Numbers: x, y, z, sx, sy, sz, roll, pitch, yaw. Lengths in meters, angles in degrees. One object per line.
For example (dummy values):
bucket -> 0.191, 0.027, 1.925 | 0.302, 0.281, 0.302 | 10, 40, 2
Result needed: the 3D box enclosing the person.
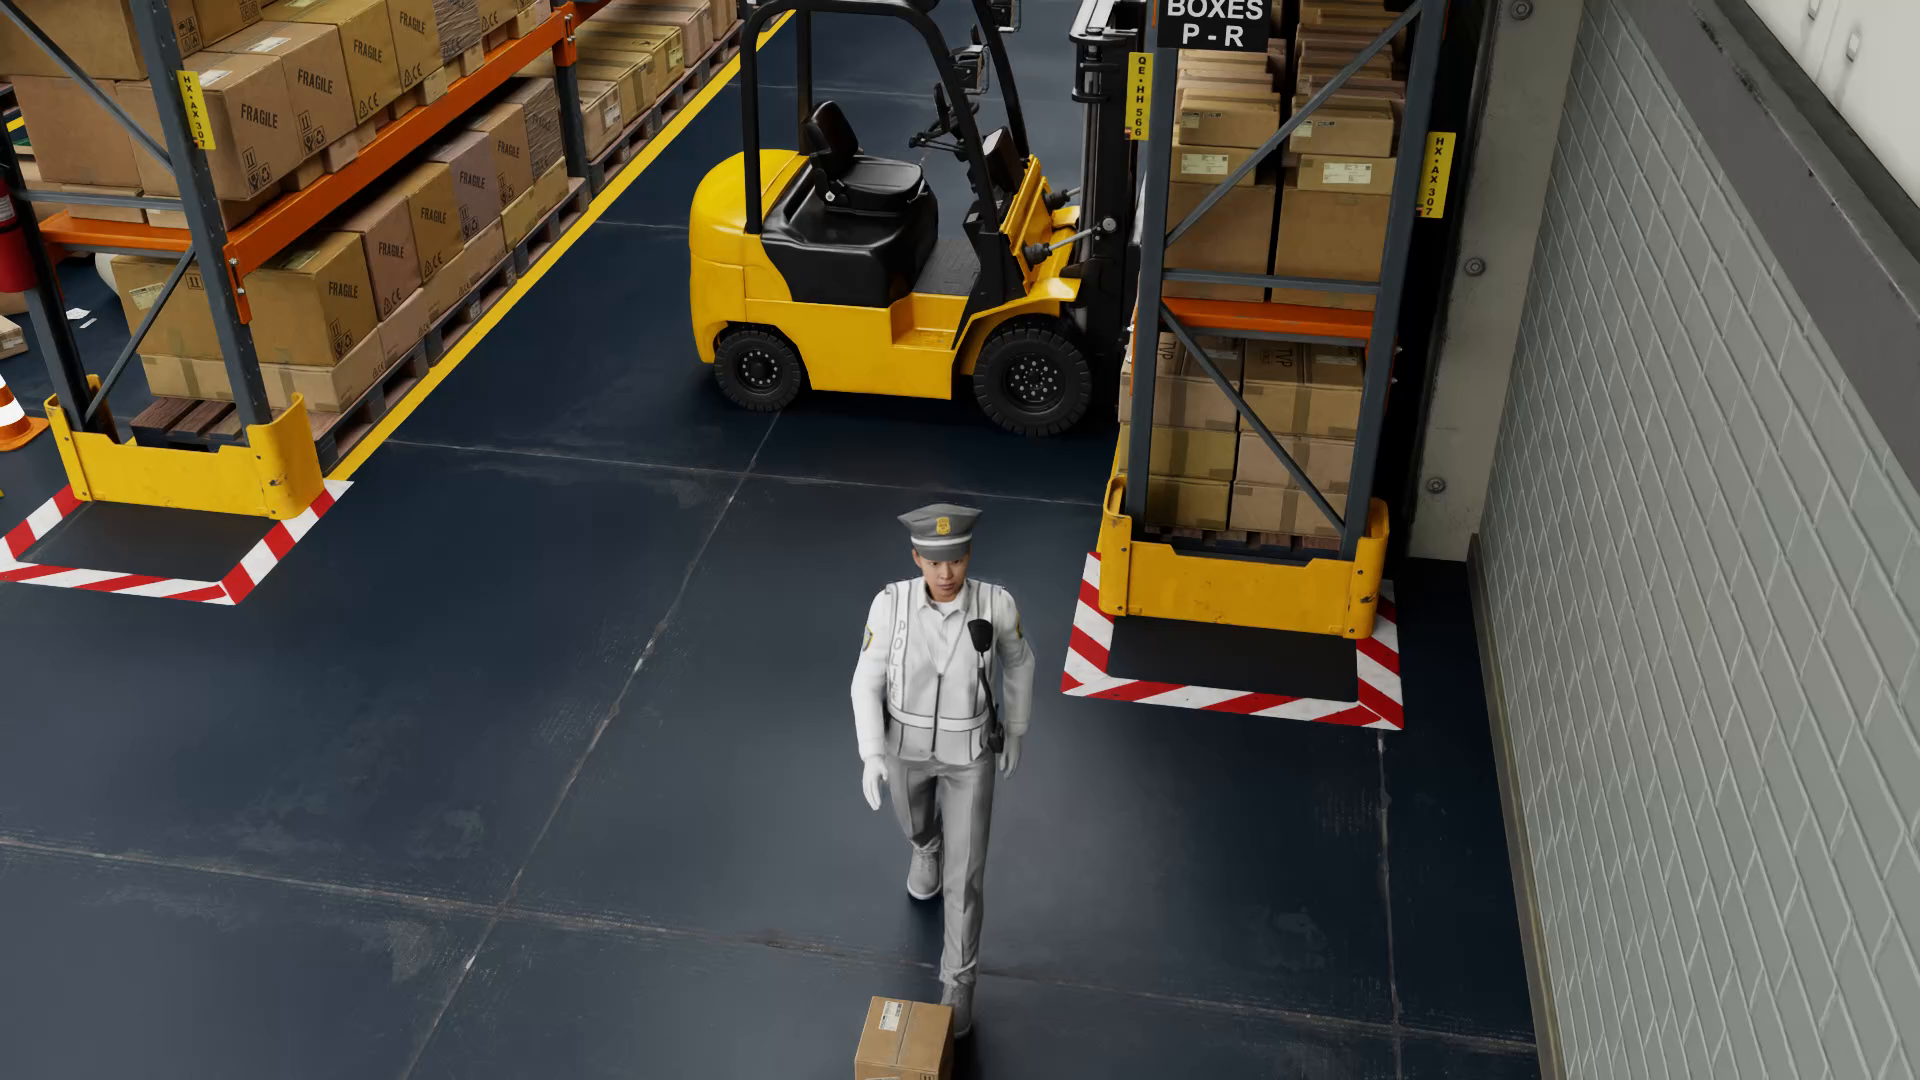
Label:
person -> -0.062, 0.648, 5.076 | 0.540, 1.657, 0.905 | 4, 33, 6
